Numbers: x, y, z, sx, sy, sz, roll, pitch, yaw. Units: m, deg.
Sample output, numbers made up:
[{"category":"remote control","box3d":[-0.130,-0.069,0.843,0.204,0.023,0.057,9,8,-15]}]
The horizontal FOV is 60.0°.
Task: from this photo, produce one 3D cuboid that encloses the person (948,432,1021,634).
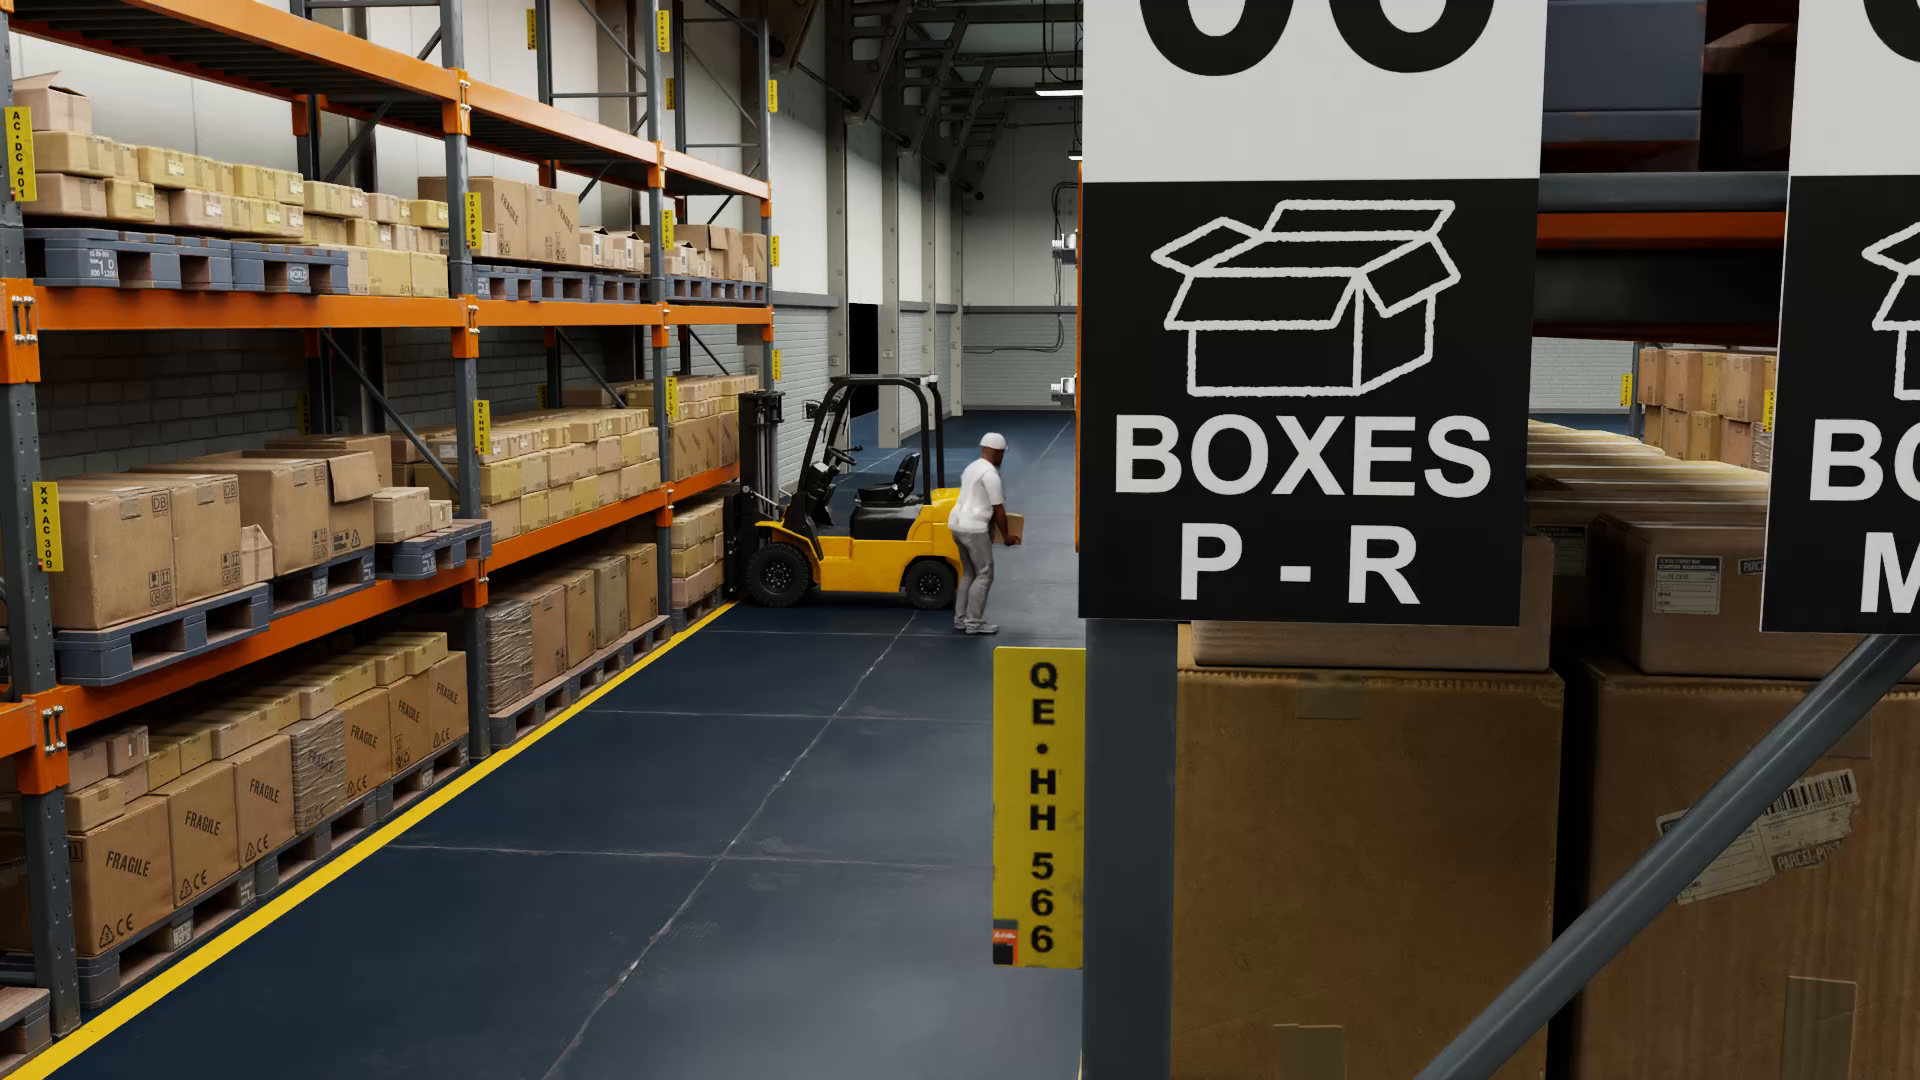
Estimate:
[{"category":"person","box3d":[0.205,-0.072,14.419,0.617,1.720,0.498,-3,8,-24]}]
